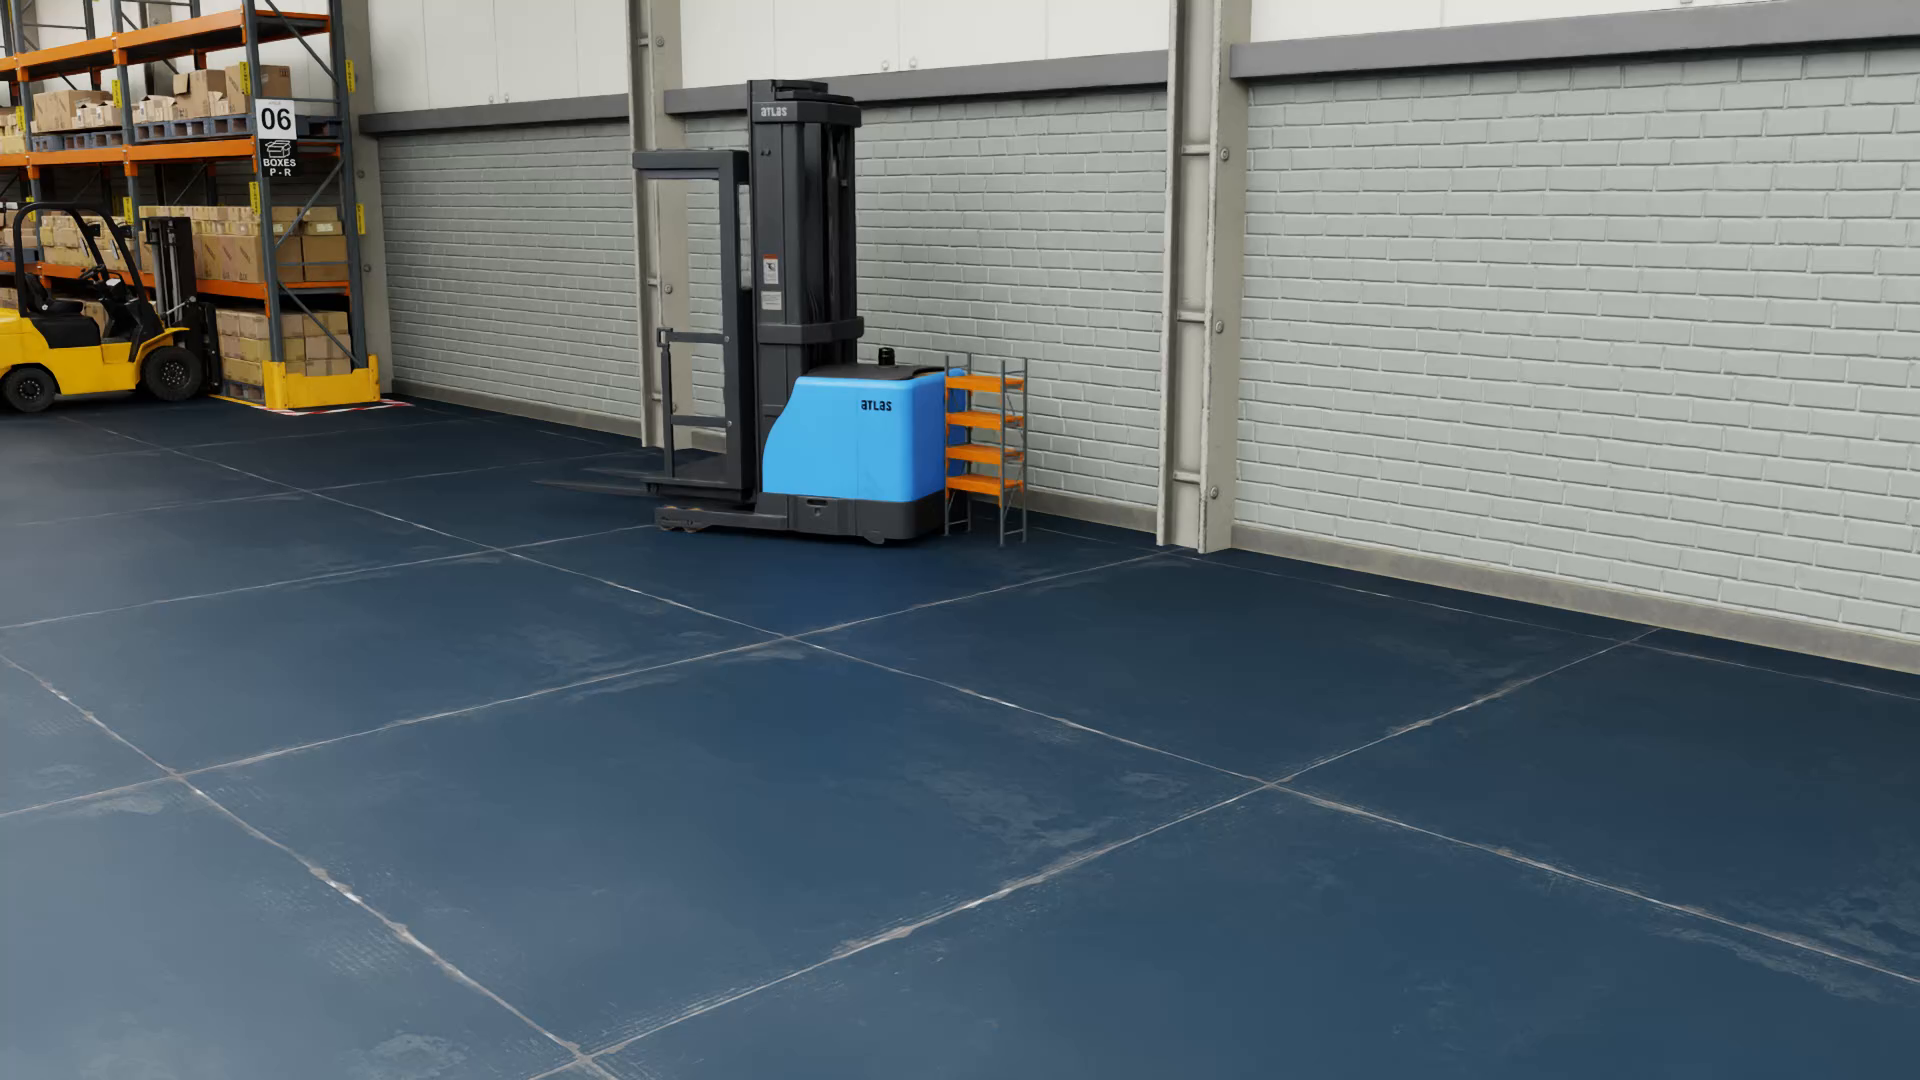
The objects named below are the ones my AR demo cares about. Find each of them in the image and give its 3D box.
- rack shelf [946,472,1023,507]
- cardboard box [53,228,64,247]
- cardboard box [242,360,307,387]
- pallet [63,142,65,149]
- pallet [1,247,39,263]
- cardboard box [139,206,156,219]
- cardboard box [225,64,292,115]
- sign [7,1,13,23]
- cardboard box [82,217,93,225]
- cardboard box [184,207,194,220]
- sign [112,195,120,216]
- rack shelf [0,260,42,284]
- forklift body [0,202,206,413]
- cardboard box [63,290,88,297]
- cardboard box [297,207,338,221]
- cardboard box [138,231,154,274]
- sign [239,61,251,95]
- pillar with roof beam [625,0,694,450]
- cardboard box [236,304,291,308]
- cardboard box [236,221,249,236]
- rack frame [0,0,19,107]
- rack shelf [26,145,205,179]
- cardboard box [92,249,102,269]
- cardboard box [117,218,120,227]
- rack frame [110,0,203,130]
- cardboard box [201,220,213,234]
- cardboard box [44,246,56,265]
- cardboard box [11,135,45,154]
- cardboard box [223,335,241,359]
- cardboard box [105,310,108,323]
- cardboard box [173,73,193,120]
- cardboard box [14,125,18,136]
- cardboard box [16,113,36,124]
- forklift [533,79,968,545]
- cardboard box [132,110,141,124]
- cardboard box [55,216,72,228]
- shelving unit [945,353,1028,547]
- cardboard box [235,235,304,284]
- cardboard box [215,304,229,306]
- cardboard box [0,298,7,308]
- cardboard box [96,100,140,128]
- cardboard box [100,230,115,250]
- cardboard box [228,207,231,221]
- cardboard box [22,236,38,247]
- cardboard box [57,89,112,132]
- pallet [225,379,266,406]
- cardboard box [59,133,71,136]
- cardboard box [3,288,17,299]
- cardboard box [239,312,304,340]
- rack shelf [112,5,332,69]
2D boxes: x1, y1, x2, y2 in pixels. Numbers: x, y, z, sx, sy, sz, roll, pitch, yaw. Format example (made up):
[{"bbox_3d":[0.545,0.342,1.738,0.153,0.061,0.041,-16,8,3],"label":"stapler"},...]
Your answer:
[{"bbox_3d":[0.167,-0.332,10.865,0.480,0.148,0.258,11,16,42],"label":"rack shelf"},{"bbox_3d":[-11.992,-4.124,22.628,0.500,0.250,0.500,-10,15,-41],"label":"cardboard box"},{"bbox_3d":[-7.495,-1.841,18.186,0.500,0.250,0.500,-11,16,-42],"label":"cardboard box"},{"bbox_3d":[-14.111,-5.830,24.806,1.213,0.211,1.003,-11,16,-43],"label":"pallet"},{"bbox_3d":[-12.986,-4.120,23.950,1.213,0.211,1.003,-11,16,-43],"label":"pallet"},{"bbox_3d":[-9.699,-3.965,20.133,0.380,0.149,0.250,-10,16,-41],"label":"cardboard box"},{"bbox_3d":[-7.424,-4.761,17.615,0.500,0.500,0.500,-10,15,-41],"label":"cardboard box"},{"bbox_3d":[-14.832,-8.260,25.996,0.100,0.325,0.005,-11,16,-43],"label":"sign"},{"bbox_3d":[-11.244,-4.137,21.702,0.250,0.149,0.380,11,16,44],"label":"cardboard box"},{"bbox_3d":[-8.752,-3.788,19.274,0.380,0.149,0.250,-11,16,-43],"label":"cardboard box"},{"bbox_3d":[-12.068,-4.770,23.759,0.100,0.325,0.005,-11,16,-43],"label":"sign"},{"bbox_3d":[-13.848,-4.064,24.988,1.077,0.370,4.000,-11,16,-43],"label":"rack shelf"},{"bbox_3d":[-9.571,-2.564,18.026,2.313,2.155,1.214,-11,16,-43],"label":"forklift body"},{"bbox_3d":[-12.995,-3.611,24.551,0.380,0.149,0.250,-11,16,-42],"label":"cardboard box"},{"bbox_3d":[-7.020,-3.548,18.108,0.380,0.149,0.250,-11,16,-44],"label":"cardboard box"},{"bbox_3d":[-9.587,-3.489,20.164,0.500,0.500,0.500,11,16,44],"label":"cardboard box"},{"bbox_3d":[-7.344,-4.748,17.090,0.100,0.325,0.005,-11,16,-43],"label":"sign"},{"bbox_3d":[-5.741,-4.647,11.167,9.100,9.000,0.400,-11,16,-43],"label":"pillar with roof beam"},{"bbox_3d":[-8.171,-2.625,19.515,0.500,0.250,0.500,-11,16,-44],"label":"cardboard box"},{"bbox_3d":[-7.582,-3.369,17.973,0.380,0.149,0.250,-11,16,-42],"label":"cardboard box"},{"bbox_3d":[-15.229,-7.647,25.726,1.000,3.000,0.127,-11,16,-43],"label":"rack frame"},{"bbox_3d":[-11.086,-4.950,21.851,1.077,0.370,4.000,-11,16,-43],"label":"rack shelf"},{"bbox_3d":[-10.914,-3.654,21.585,0.500,0.250,0.500,-11,16,-42],"label":"cardboard box"},{"bbox_3d":[-10.423,-4.005,21.061,0.380,0.149,0.250,-11,16,-43],"label":"cardboard box"},{"bbox_3d":[-9.705,-6.479,20.059,1.000,3.000,0.127,-11,16,-43],"label":"rack frame"},{"bbox_3d":[-8.288,-3.519,18.704,0.380,0.149,0.250,-11,16,-42],"label":"cardboard box"},{"bbox_3d":[-12.337,-3.952,23.034,0.500,0.250,0.500,-11,16,-42],"label":"cardboard box"},{"bbox_3d":[-12.997,-5.561,23.410,0.500,0.250,0.500,11,16,43],"label":"cardboard box"},{"bbox_3d":[-7.843,-2.163,18.512,0.500,0.250,0.500,-11,16,-43],"label":"cardboard box"},{"bbox_3d":[-10.603,-2.772,21.779,0.875,0.625,0.625,-11,16,-43],"label":"cardboard box"},{"bbox_3d":[-8.436,-5.016,18.848,0.797,0.503,0.637,-10,15,-41],"label":"cardboard box"},{"bbox_3d":[-13.214,-5.816,23.659,0.380,0.149,0.250,-10,16,-41],"label":"cardboard box"},{"bbox_3d":[-12.918,-5.870,23.184,0.380,0.149,0.250,-10,15,-41],"label":"cardboard box"},{"bbox_3d":[-1.513,-1.575,11.295,3.031,2.935,1.130,5,13,22],"label":"forklift"},{"bbox_3d":[-9.614,-5.034,19.812,0.380,0.149,0.250,-10,16,-41],"label":"cardboard box"},{"bbox_3d":[-12.079,-4.331,22.645,0.380,0.149,0.250,-10,16,-41],"label":"cardboard box"},{"bbox_3d":[0.167,-0.592,10.811,0.503,1.200,0.258,11,16,42],"label":"shelving unit"},{"bbox_3d":[-7.472,-3.041,17.992,0.500,0.500,0.500,-11,16,-44],"label":"cardboard box"},{"bbox_3d":[-8.900,-2.628,19.530,0.500,0.250,0.500,-10,15,-41],"label":"cardboard box"},{"bbox_3d":[-14.342,-3.438,25.320,0.500,0.500,0.500,11,16,43],"label":"cardboard box"},{"bbox_3d":[-10.381,-5.293,20.667,0.500,0.311,0.500,11,16,43],"label":"cardboard box"},{"bbox_3d":[-10.589,-3.822,21.164,0.500,0.250,0.500,11,16,44],"label":"cardboard box"},{"bbox_3d":[-7.853,-3.605,18.384,0.380,0.149,0.250,-11,16,-42],"label":"cardboard box"},{"bbox_3d":[-13.198,-4.250,23.687,0.380,0.149,0.250,-11,16,-42],"label":"cardboard box"},{"bbox_3d":[-11.440,-5.609,21.734,0.500,0.500,0.500,-10,16,-41],"label":"cardboard box"},{"bbox_3d":[-7.501,-1.697,18.626,1.003,0.211,1.213,-11,16,-43],"label":"pallet"},{"bbox_3d":[-12.546,-5.802,23.591,0.380,0.149,0.250,-11,16,-42],"label":"cardboard box"},{"bbox_3d":[-14.227,-3.736,25.160,0.380,0.149,0.250,-10,15,-41],"label":"cardboard box"},{"bbox_3d":[-7.486,-2.330,18.081,0.500,0.250,0.500,-10,15,-41],"label":"cardboard box"},{"bbox_3d":[-8.323,-5.639,18.756,1.077,0.370,4.000,-11,16,-43],"label":"rack shelf"}]
